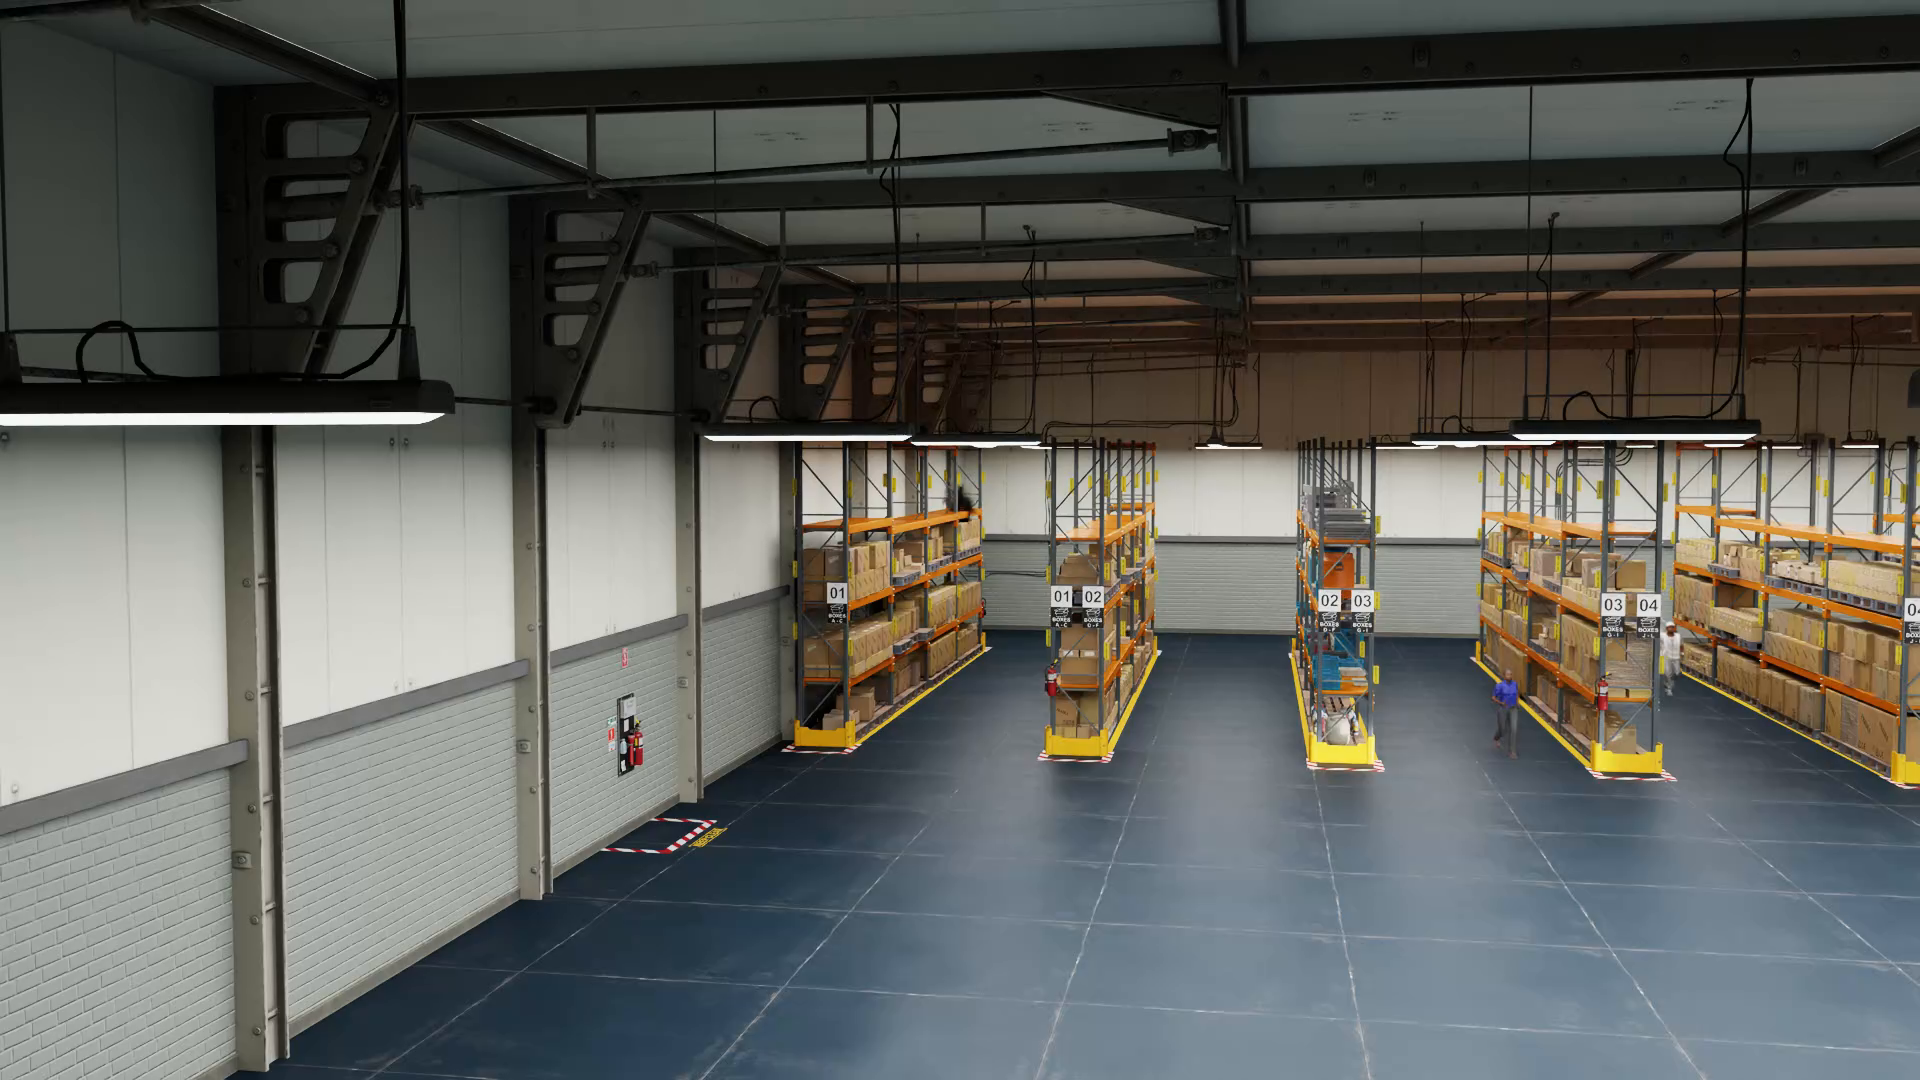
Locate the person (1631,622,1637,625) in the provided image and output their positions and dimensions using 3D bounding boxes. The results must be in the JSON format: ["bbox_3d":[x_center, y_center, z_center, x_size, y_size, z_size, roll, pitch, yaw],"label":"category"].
[{"bbox_3d":[17.768,2.605,43.810,0.645,1.613,0.647,1,3,25],"label":"person"}]

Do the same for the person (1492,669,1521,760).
[{"bbox_3d":[10.290,3.243,31.298,0.587,1.655,0.902,0,3,-3],"label":"person"}]

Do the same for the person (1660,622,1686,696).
[{"bbox_3d":[16.715,2.789,39.142,0.685,1.736,0.599,0,3,6],"label":"person"}]
